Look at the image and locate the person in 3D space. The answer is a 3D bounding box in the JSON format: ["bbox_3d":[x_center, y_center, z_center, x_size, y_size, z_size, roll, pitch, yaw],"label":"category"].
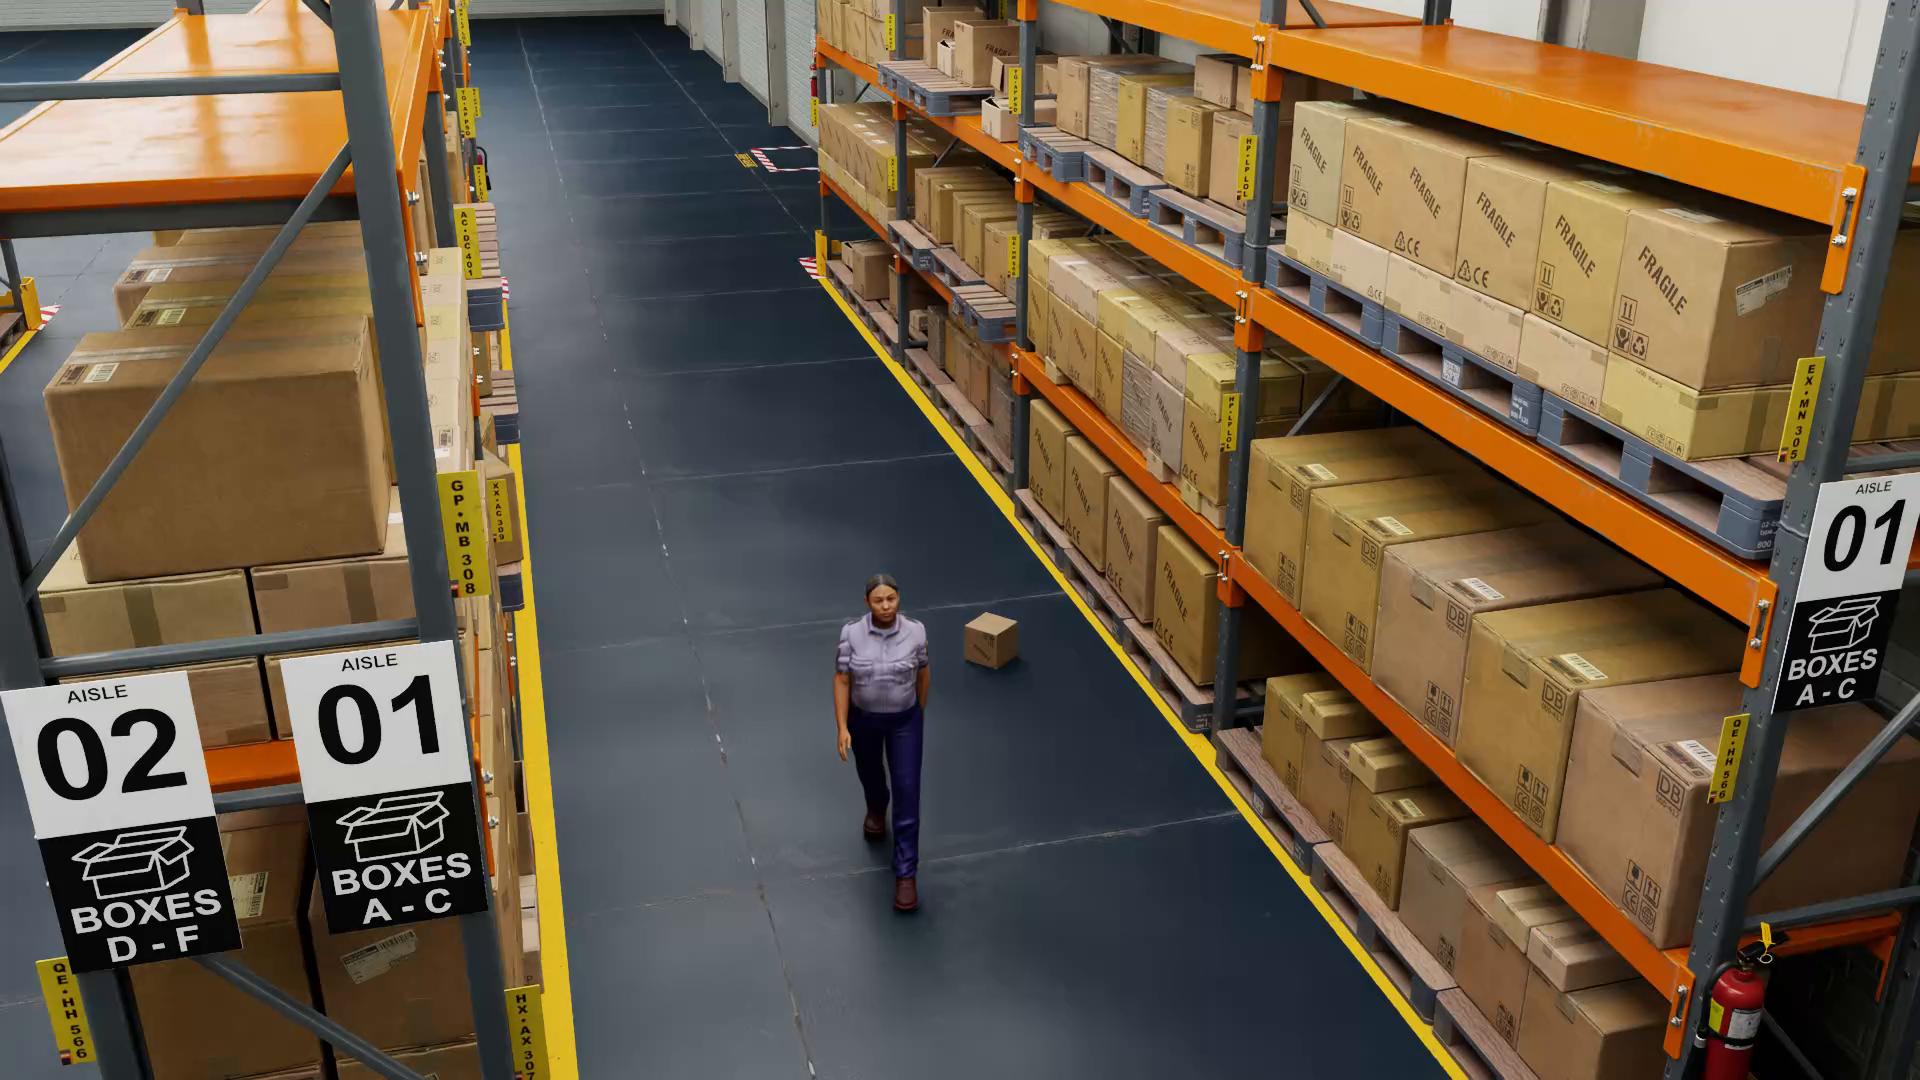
[{"bbox_3d":[-0.399,0.944,8.418,0.477,1.585,0.975,1,23,2],"label":"person"}]
